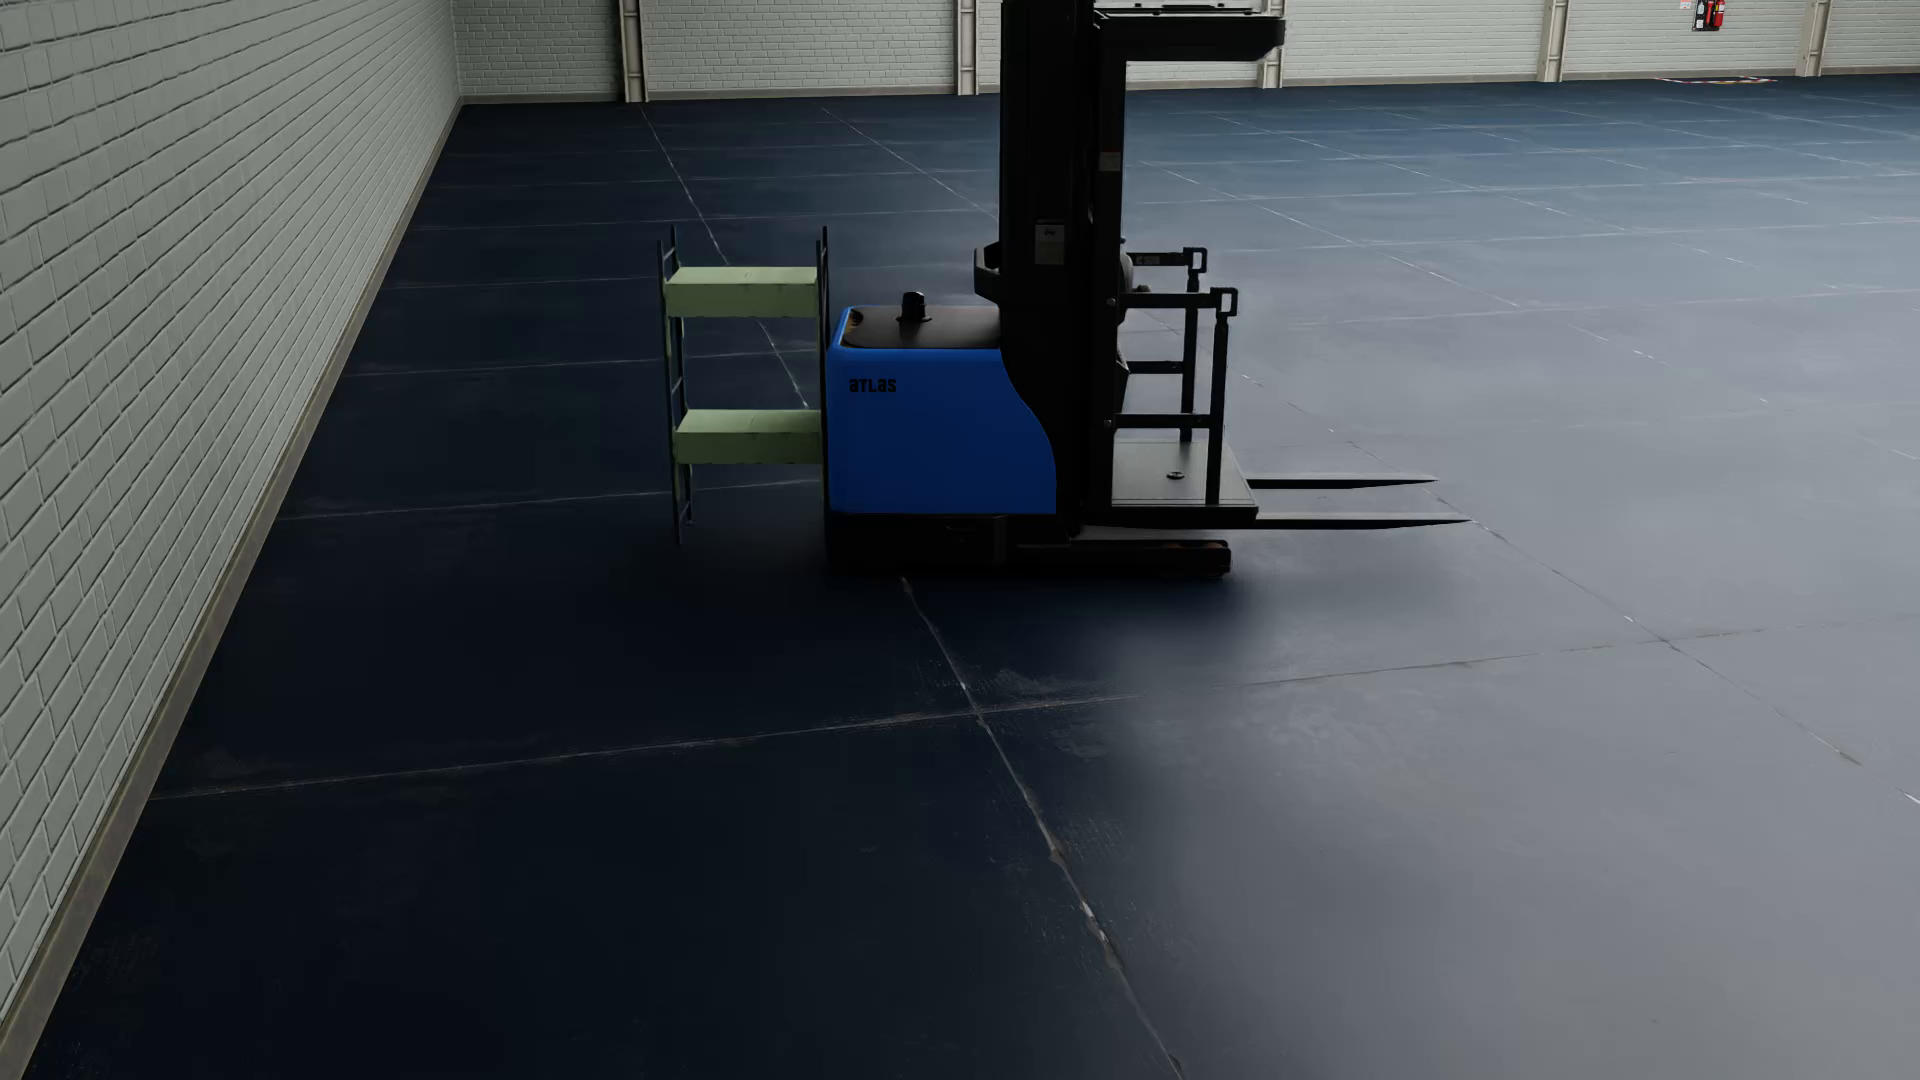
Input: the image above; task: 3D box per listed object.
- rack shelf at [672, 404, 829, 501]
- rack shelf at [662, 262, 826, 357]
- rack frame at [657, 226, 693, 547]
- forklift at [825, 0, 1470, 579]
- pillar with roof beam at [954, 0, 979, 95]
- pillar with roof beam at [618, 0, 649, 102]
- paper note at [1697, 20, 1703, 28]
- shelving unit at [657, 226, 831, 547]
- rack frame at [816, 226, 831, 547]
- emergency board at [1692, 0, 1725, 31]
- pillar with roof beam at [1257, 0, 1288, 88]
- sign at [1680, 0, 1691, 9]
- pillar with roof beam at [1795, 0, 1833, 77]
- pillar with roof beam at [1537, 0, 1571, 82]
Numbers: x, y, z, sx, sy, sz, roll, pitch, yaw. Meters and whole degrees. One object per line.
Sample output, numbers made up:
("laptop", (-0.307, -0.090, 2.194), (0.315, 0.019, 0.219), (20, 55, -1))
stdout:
("rack shelf", (-1.014, -0.433, 8.182), (0.720, 0.370, 0.431), (0, 20, 0))
("rack shelf", (-1.014, -1.106, 7.936), (0.720, 0.370, 0.431), (0, 20, 0))
("rack frame", (-1.380, -0.740, 8.071), (0.023, 1.500, 0.400), (0, 20, 0))
("forklift", (0.897, -1.379, 7.736), (3.031, 2.935, 1.130), (0, 20, 0))
("pillar with roof beam", (1.107, -11.023, 25.241), (0.400, 9.000, 9.100), (-5, 21, -12))
("pillar with roof beam", (-4.732, -10.548, 23.945), (0.400, 9.000, 9.100), (-5, 21, -12))
("paper note", (15.031, -10.485, 33.774), (0.142, 0.148, 0.016), (-5, 21, -12))
("shelving unit", (-1.014, -0.739, 8.070), (0.755, 1.500, 0.431), (0, 20, 0))
("rack frame", (-0.648, -0.739, 8.069), (0.023, 1.500, 0.400), (0, 20, 0))
("emergency board", (15.219, -10.889, 33.597), (0.643, 1.169, 0.194), (-5, 21, -12))
("pillar with roof beam", (6.945, -11.498, 26.538), (0.400, 9.000, 9.100), (-5, 21, -12))
("sign", (14.657, -10.897, 33.566), (0.234, 0.329, 0.001), (-5, 21, -12))
("pillar with roof beam", (18.623, -12.448, 29.131), (0.400, 9.000, 9.100), (-5, 21, -12))
("pillar with roof beam", (12.784, -11.973, 27.834), (0.400, 9.000, 9.100), (-5, 21, -12))
